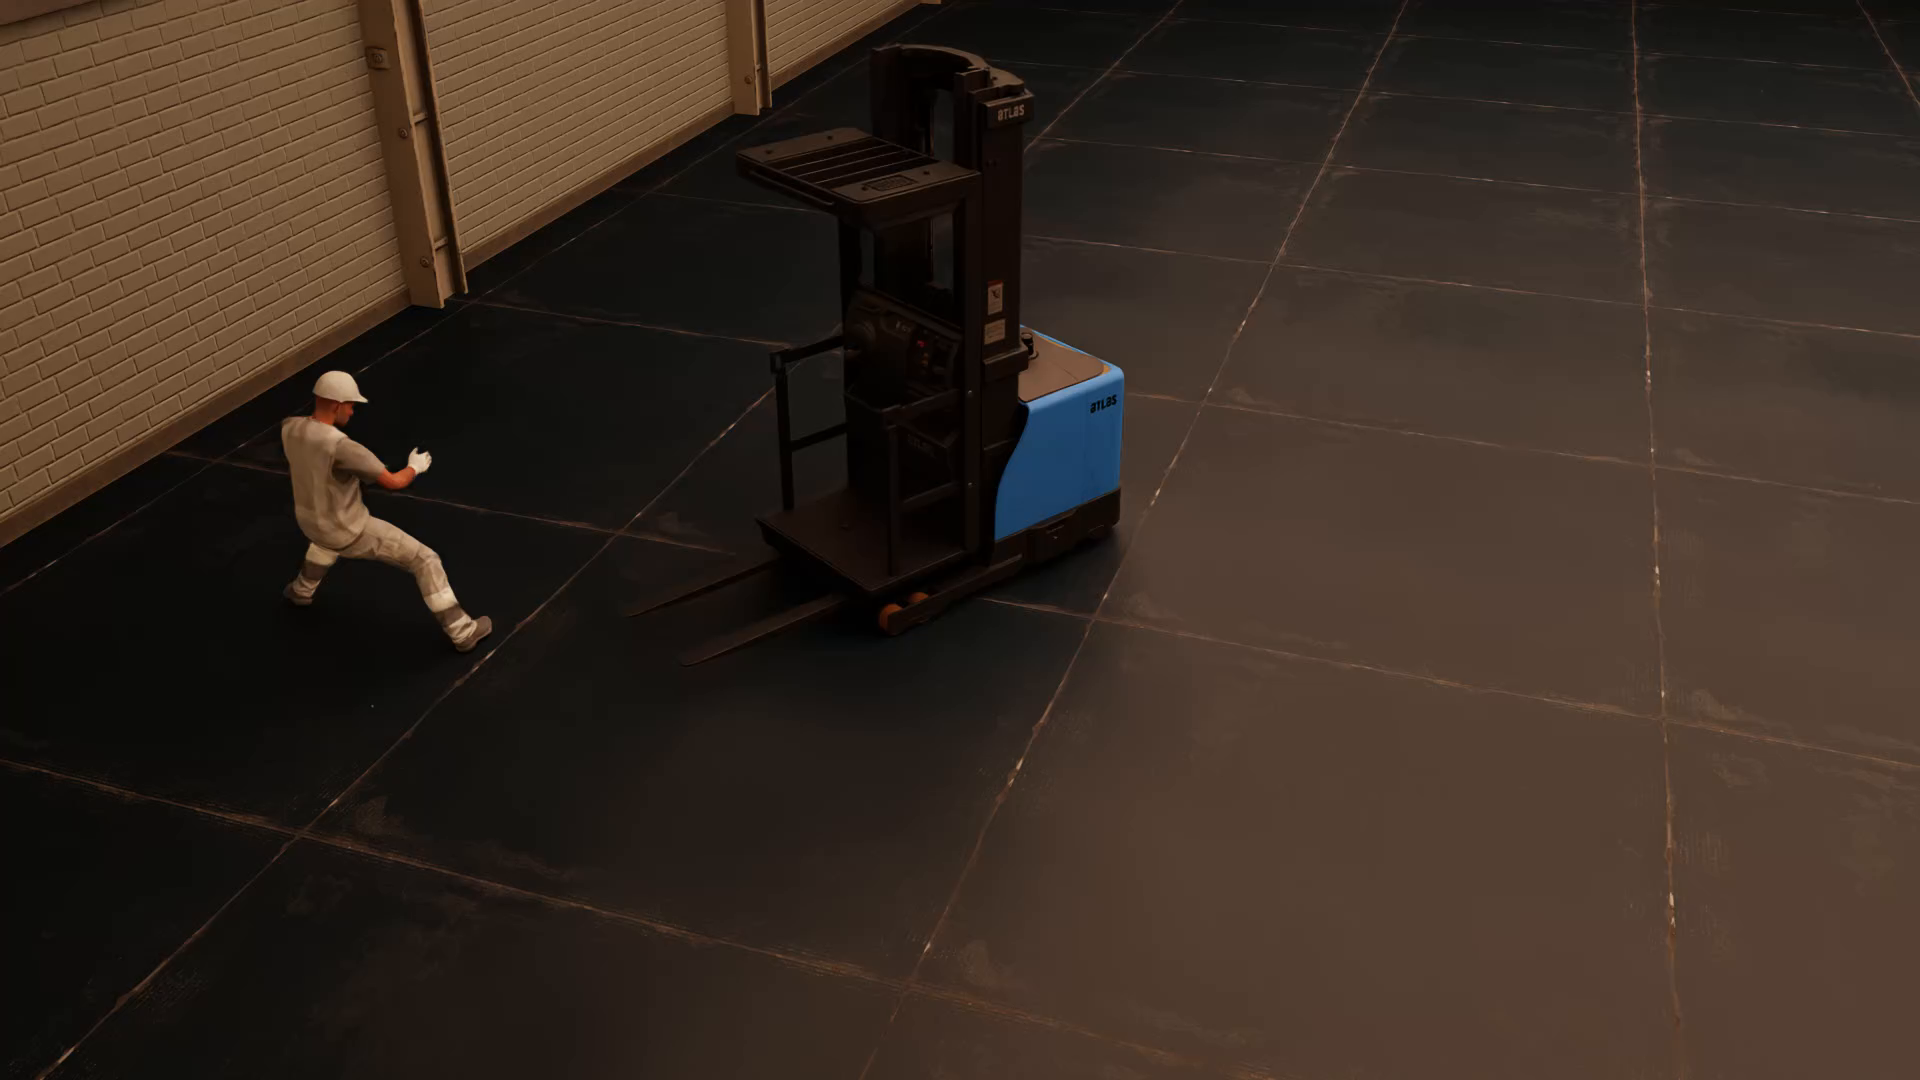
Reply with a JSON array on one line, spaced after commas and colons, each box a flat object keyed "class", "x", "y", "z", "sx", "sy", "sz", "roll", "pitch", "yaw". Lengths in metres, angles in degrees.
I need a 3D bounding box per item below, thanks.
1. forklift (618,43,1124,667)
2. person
[{"class": "forklift", "x": -0.477, "y": -1.045, "z": 8.969, "sx": 3.031, "sy": 2.935, "sz": 1.130, "roll": -23, "pitch": 37, "yaw": -34}, {"class": "person", "x": -3.221, "y": -0.215, "z": 8.911, "sx": 1.264, "sy": 1.551, "sz": 0.689, "roll": 21, "pitch": 36, "yaw": 32}]
